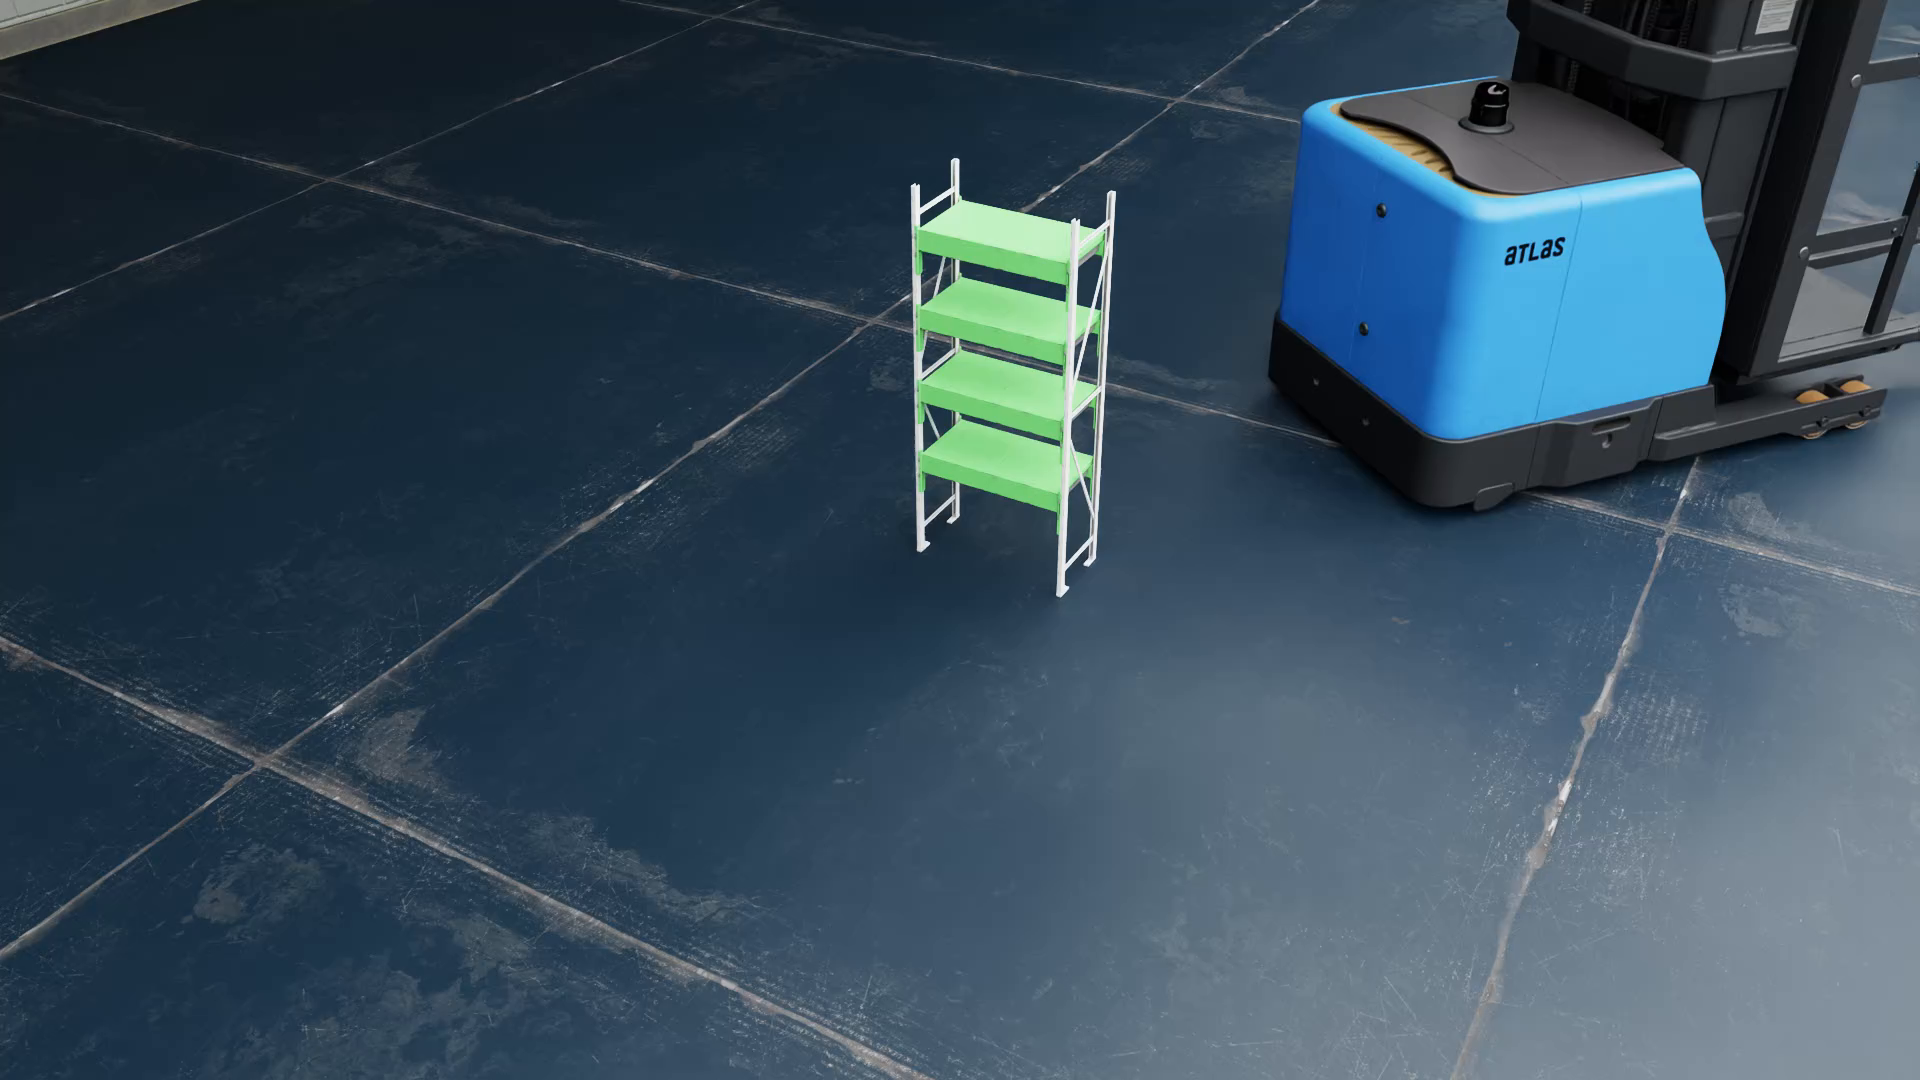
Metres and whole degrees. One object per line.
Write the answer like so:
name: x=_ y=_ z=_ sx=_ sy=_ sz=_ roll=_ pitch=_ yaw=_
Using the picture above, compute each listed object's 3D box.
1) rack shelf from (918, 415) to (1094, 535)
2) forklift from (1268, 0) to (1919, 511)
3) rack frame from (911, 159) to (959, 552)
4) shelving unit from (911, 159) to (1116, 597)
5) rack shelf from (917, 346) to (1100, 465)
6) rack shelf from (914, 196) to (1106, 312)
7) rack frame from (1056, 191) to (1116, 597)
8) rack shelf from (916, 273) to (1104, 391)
rack shelf: x=0.144 y=-0.201 z=5.018 sx=0.480 sy=0.148 sz=0.258 roll=18 pitch=37 yaw=24
forklift: x=2.682 y=-1.828 z=5.351 sx=3.031 sy=2.935 sz=1.130 roll=-13 pitch=36 yaw=-18
rack frame: x=-0.068 y=-0.521 z=4.950 sx=0.015 sy=1.200 sz=0.240 roll=18 pitch=37 yaw=24
shelving unit: x=0.144 y=-0.454 z=4.849 sx=0.503 sy=1.200 sz=0.258 roll=18 pitch=37 yaw=24
rack shelf: x=0.144 y=-0.401 z=4.884 sx=0.480 sy=0.148 sz=0.258 roll=18 pitch=37 yaw=24
rack shelf: x=0.144 y=-0.800 z=4.618 sx=0.480 sy=0.148 sz=0.258 roll=18 pitch=37 yaw=24
rack frame: x=0.356 y=-0.387 z=4.748 sx=0.015 sy=1.200 sz=0.240 roll=18 pitch=37 yaw=24
rack shelf: x=0.144 y=-0.600 z=4.751 sx=0.480 sy=0.148 sz=0.258 roll=18 pitch=37 yaw=24
